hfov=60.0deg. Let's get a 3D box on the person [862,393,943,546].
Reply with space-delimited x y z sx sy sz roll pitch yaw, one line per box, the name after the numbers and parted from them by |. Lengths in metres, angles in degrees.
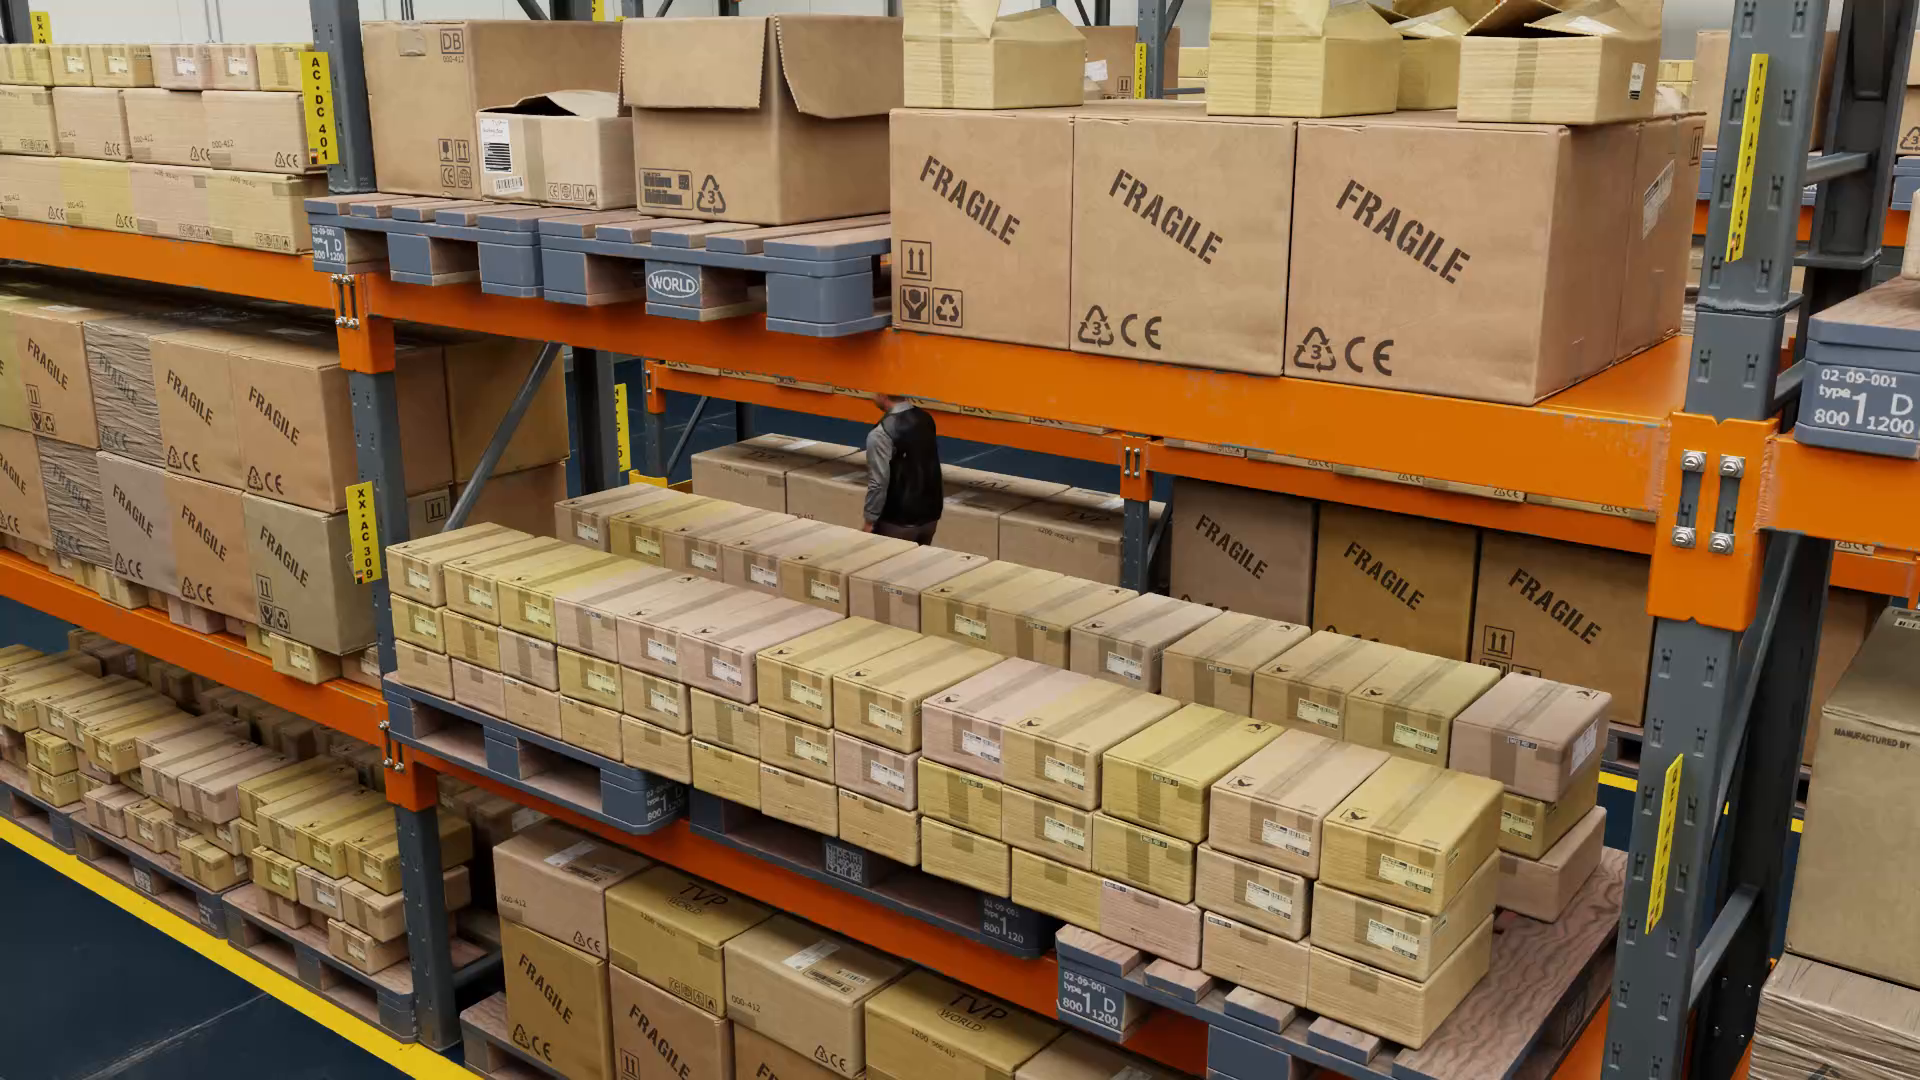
-0.322 -0.121 9.490 0.418 1.721 0.581 12 20 36 | person
